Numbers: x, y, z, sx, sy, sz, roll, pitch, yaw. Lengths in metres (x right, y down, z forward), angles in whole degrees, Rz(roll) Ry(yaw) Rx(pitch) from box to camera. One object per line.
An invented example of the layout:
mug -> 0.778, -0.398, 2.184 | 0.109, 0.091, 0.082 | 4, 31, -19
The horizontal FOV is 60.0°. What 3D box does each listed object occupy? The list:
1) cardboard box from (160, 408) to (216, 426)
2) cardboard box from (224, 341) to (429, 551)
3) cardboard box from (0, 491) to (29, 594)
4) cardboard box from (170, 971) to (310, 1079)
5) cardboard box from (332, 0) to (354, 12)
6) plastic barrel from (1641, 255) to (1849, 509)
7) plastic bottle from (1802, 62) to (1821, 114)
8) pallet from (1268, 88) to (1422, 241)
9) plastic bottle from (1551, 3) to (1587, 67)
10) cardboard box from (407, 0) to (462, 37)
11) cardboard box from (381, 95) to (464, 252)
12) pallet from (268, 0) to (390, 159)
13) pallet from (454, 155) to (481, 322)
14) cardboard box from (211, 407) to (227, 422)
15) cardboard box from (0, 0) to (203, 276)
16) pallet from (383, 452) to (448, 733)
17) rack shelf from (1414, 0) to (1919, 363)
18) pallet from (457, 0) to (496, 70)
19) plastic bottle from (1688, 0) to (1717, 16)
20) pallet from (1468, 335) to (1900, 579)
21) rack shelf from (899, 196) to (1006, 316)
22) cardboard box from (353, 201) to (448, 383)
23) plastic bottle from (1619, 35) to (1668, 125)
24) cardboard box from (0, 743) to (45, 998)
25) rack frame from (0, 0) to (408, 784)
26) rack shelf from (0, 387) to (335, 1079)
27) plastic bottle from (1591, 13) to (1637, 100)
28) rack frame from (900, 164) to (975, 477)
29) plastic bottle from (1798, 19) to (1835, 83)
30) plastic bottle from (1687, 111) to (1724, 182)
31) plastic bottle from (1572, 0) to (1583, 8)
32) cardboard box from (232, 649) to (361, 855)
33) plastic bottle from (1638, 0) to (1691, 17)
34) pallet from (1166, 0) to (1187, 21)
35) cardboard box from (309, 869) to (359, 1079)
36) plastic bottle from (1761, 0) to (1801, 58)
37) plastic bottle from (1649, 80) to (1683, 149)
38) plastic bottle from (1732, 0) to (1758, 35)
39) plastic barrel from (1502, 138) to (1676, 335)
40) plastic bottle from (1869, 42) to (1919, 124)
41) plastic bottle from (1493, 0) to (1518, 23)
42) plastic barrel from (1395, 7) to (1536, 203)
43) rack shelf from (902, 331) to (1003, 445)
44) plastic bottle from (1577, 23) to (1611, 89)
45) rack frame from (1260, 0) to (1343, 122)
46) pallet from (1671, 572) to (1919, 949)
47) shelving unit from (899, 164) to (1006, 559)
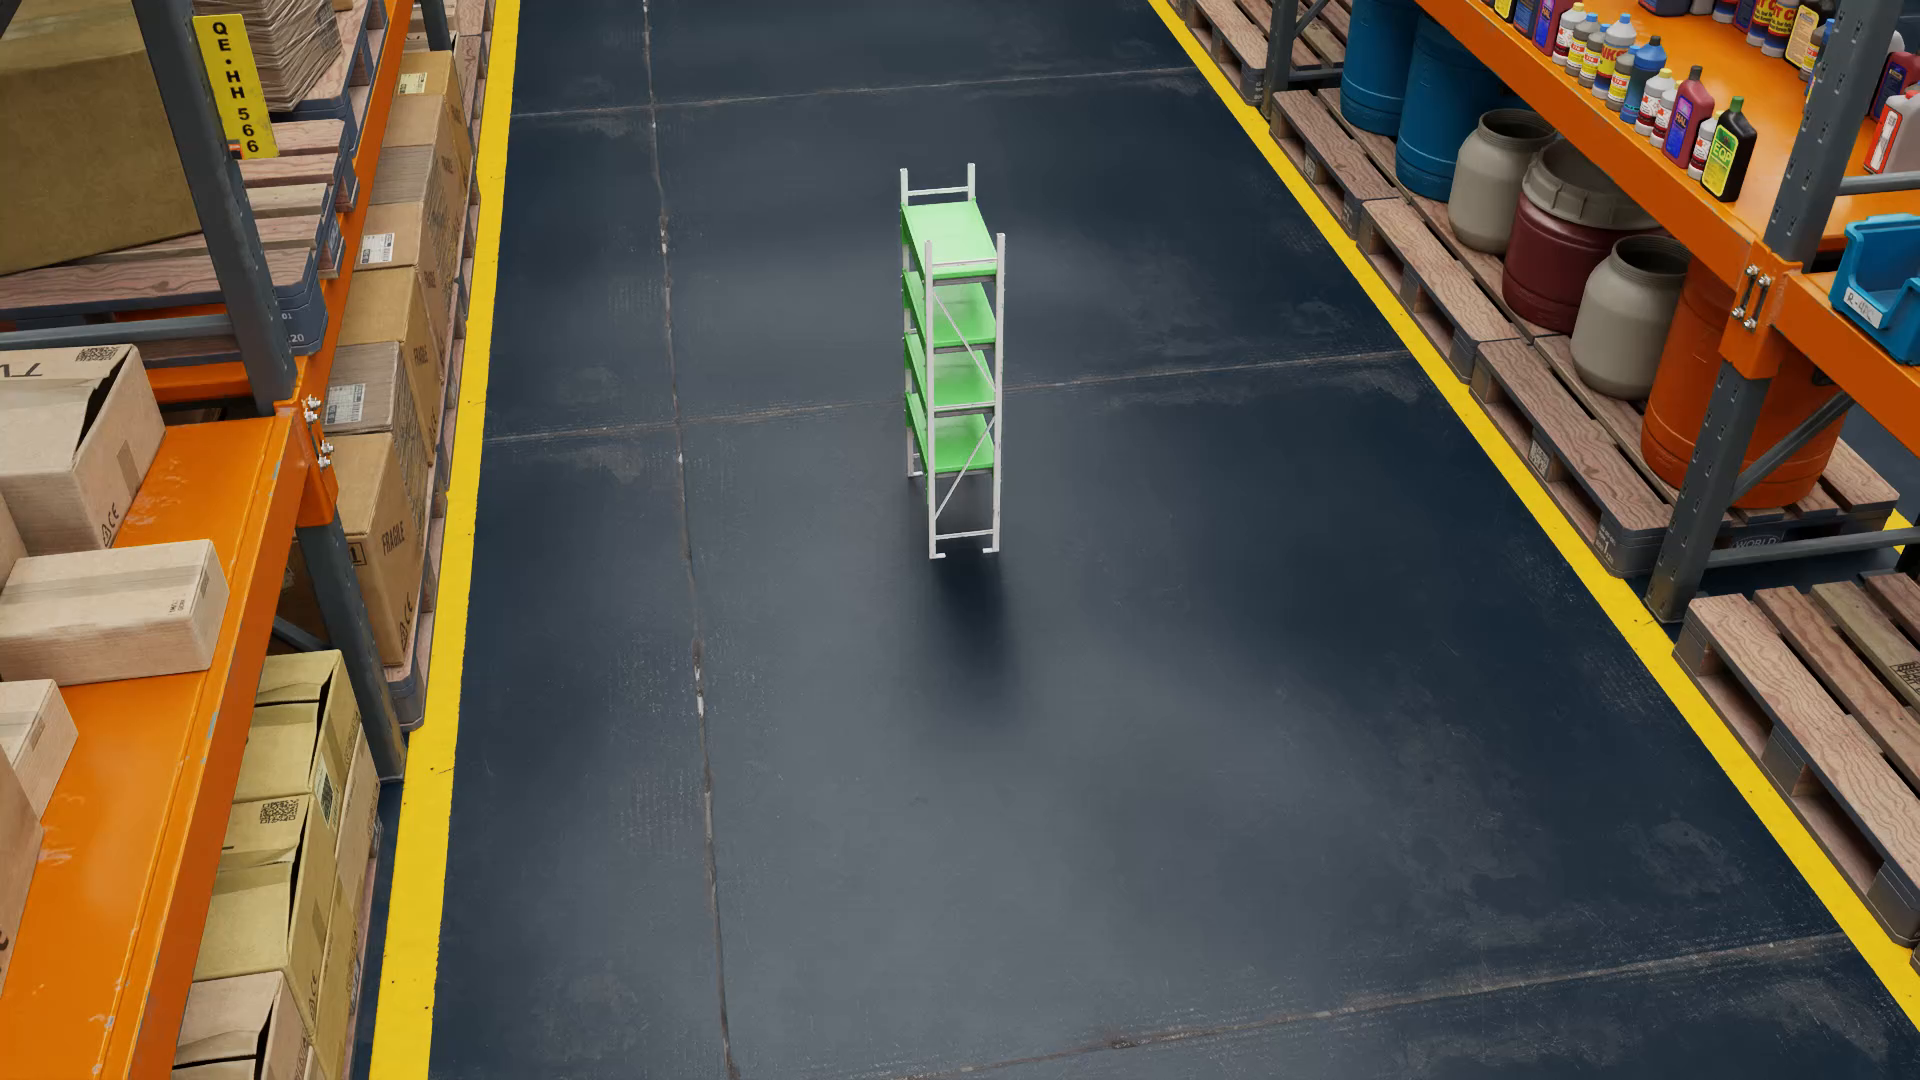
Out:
cardboard box -> -2.532, -0.521, 5.044 | 0.500, 0.250, 0.500 | -5, 38, -6
cardboard box -> -2.019, -0.273, 5.336 | 0.500, 0.500, 0.500 | -8, 38, -10
cardboard box -> -2.157, 0.131, 3.209 | 0.500, 0.311, 0.500 | -7, 38, -8
cardboard box -> -1.606, 1.141, 3.278 | 0.500, 0.311, 0.500 | -6, 38, -8
cardboard box -> -2.454, -2.026, 5.489 | 0.700, 0.500, 0.500 | -16, 41, -19
plastic barrel -> 2.651, -0.598, 5.502 | 0.600, 0.830, 0.708 | -6, 38, -8
plastic bottle -> 2.796, -1.468, 5.357 | 0.097, 0.201, 0.097 | 0, 38, 0
pallet -> 2.147, -1.840, 7.947 | 1.003, 0.211, 1.213 | -6, 38, -8
plastic bottle -> 2.101, -1.738, 5.705 | 0.097, 0.201, 0.097 | 0, 38, 0
cardboard box -> -2.847, -2.734, 8.776 | 0.380, 0.166, 0.250 | -6, 38, -8
cardboard box -> -2.377, -1.501, 6.916 | 0.500, 0.500, 0.500 | -6, 38, -8
pallet -> -2.469, -1.564, 5.474 | 1.003, 0.211, 1.213 | -6, 38, -8
pallet -> -2.645, -1.293, 7.242 | 1.003, 0.211, 1.213 | -6, 38, -8
cardboard box -> -2.518, -0.192, 5.231 | 0.500, 0.500, 0.500 | -5, 38, -6
cardboard box -> -2.345, -1.039, 4.219 | 0.700, 0.500, 0.500 | -19, 42, -23
pallet -> -2.217, 0.181, 5.345 | 1.003, 0.211, 1.213 | -6, 38, -8
rack shelf -> 2.403, -1.920, 6.363 | 1.077, 0.370, 4.000 | -6, 38, -8
pallet -> -3.161, -2.933, 9.354 | 1.003, 0.211, 1.213 | -6, 38, -8
plastic bottle -> 2.753, -2.081, 6.084 | 0.152, 0.276, 0.135 | -6, 38, -8
pallet -> 2.575, -0.366, 6.050 | 1.003, 0.211, 1.213 | -6, 38, -8
rack shelf -> -0.029, -0.902, 5.255 | 0.258, 0.148, 0.480 | -6, 38, -8
cardboard box -> -2.199, -0.891, 6.131 | 0.500, 0.500, 0.500 | -7, 38, -9
plastic bottle -> 2.186, -1.472, 5.305 | 0.097, 0.271, 0.097 | 0, 38, 0
cardboard box -> -1.813, 0.507, 2.571 | 0.500, 0.500, 0.500 | -8, 39, -10
rack frame -> -2.123, -0.465, 3.904 | 1.000, 3.000, 0.127 | -6, 38, -8
rack shelf -> -1.773, 1.027, 2.570 | 1.077, 0.370, 4.000 | -6, 38, -8
plastic bottle -> 2.152, -1.590, 5.456 | 0.097, 0.271, 0.097 | 0, 38, 0
rack frame -> -0.072, -0.721, 5.700 | 0.240, 1.200, 0.015 | -6, 38, -8
plastic bottle -> 2.899, -1.647, 5.586 | 0.097, 0.201, 0.097 | 0, 38, 0
plastic bottle -> 2.261, -1.188, 4.996 | 0.097, 0.201, 0.097 | 0, 38, 0
plastic bottle -> 2.172, -1.966, 5.930 | 0.061, 0.283, 0.133 | -6, 38, -8
cardboard box -> -1.789, 0.523, 4.074 | 0.500, 0.311, 0.500 | -5, 38, -7
plastic bottle -> 2.603, -2.109, 6.060 | 0.144, 0.351, 0.185 | -6, 38, -8
pallet -> 1.668, -3.489, 10.069 | 1.003, 0.211, 1.213 | -6, 38, -8
cardboard box -> -1.697, 1.057, 3.843 | 0.500, 0.250, 0.500 | -7, 38, -8
plastic bottle -> 2.858, -1.814, 5.744 | 0.097, 0.271, 0.097 | 0, 38, 0
plastic bottle -> 2.220, -1.327, 5.175 | 0.097, 0.201, 0.097 | 0, 38, 0
plastic bottle -> 2.839, -1.949, 5.909 | 0.061, 0.283, 0.133 | -6, 38, -8
plastic barrel -> 2.453, -1.185, 6.454 | 0.600, 0.588, 0.708 | -6, 38, -8
plastic bottle -> 2.984, -1.449, 5.266 | 0.061, 0.283, 0.133 | -6, 38, -8
plastic bottle -> 2.007, -2.031, 6.014 | 0.061, 0.283, 0.133 | -6, 38, -8
plastic barrel -> 2.255, -1.991, 7.236 | 0.600, 0.901, 0.708 | -6, 38, -8
rack shelf -> -0.029, -0.523, 5.550 | 0.258, 0.148, 0.480 | -6, 38, -8
plastic bottle -> 2.135, -1.621, 5.553 | 0.097, 0.201, 0.097 | 0, 38, 0
rack frame -> 2.053, -3.412, 7.697 | 1.000, 3.000, 0.127 | -6, 38, -8
pallet -> 2.852, 0.577, 4.835 | 1.003, 0.211, 1.213 | -6, 38, -8
shelving unit -> -0.029, -0.574, 5.511 | 0.258, 1.200, 0.503 | -6, 38, -8
